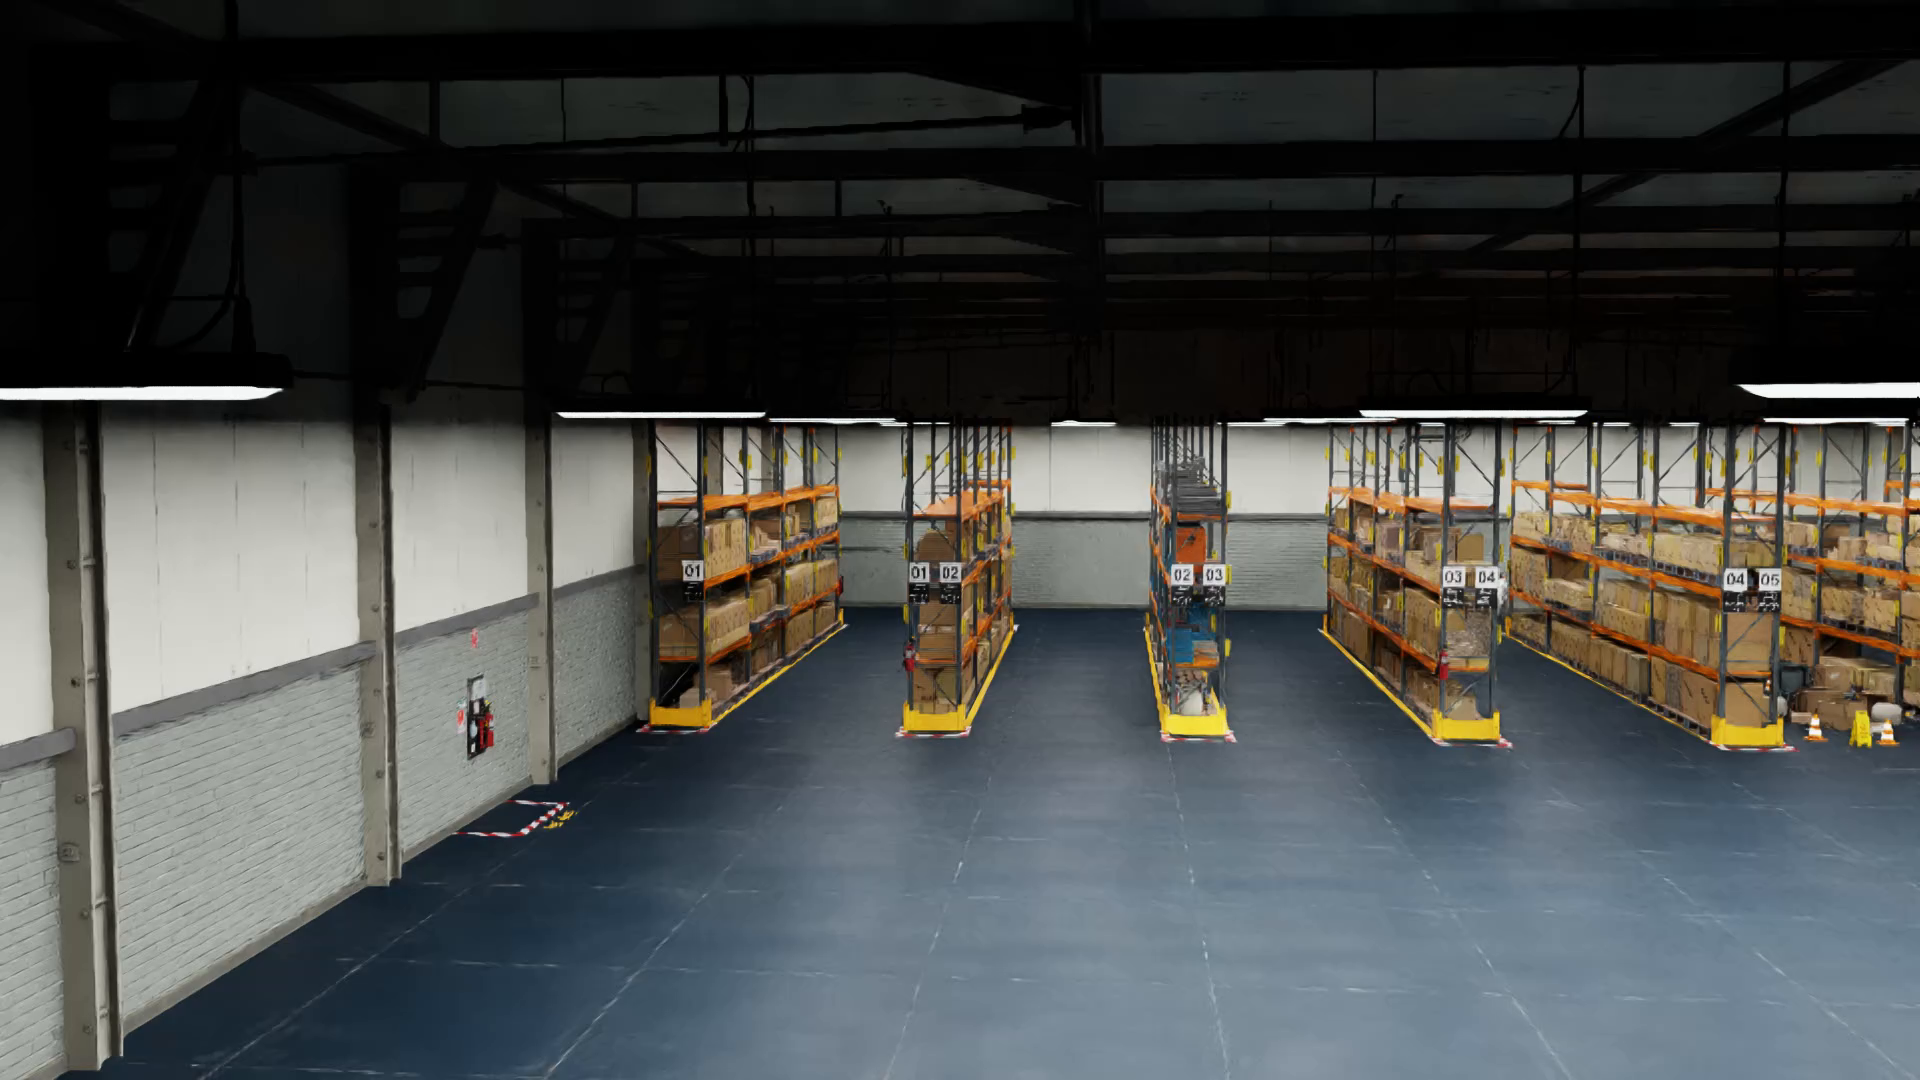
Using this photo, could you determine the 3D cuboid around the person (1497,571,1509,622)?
[{"bbox_3d":[15.469,1.691,47.394,0.545,1.669,0.685,3,5,41],"label":"person"}]
